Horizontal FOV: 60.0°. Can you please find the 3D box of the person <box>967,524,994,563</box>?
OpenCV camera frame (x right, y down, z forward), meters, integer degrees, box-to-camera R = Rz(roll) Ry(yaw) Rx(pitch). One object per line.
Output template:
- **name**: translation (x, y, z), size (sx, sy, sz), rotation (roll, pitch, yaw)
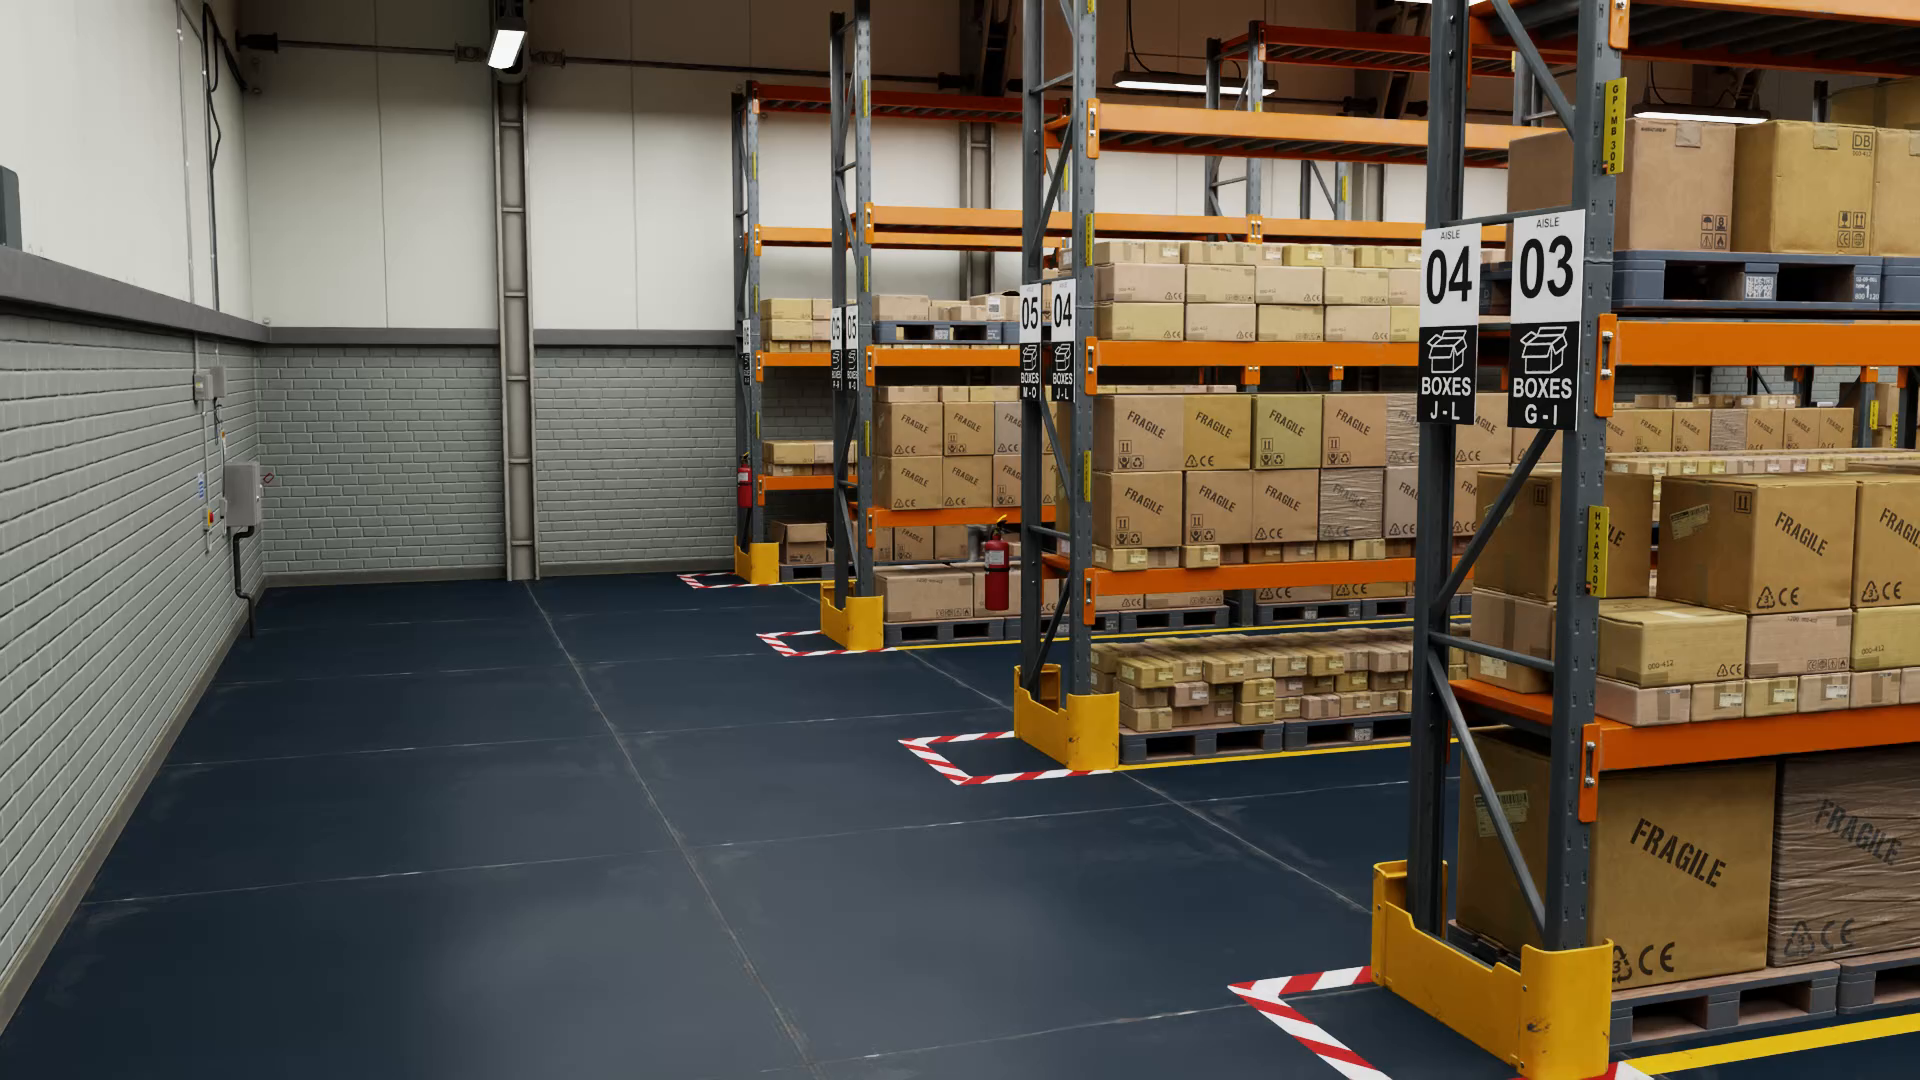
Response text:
- **person**: translation (0.272, -0.153, 19.116), size (0.419, 1.550, 0.881), rotation (2, 6, 15)
